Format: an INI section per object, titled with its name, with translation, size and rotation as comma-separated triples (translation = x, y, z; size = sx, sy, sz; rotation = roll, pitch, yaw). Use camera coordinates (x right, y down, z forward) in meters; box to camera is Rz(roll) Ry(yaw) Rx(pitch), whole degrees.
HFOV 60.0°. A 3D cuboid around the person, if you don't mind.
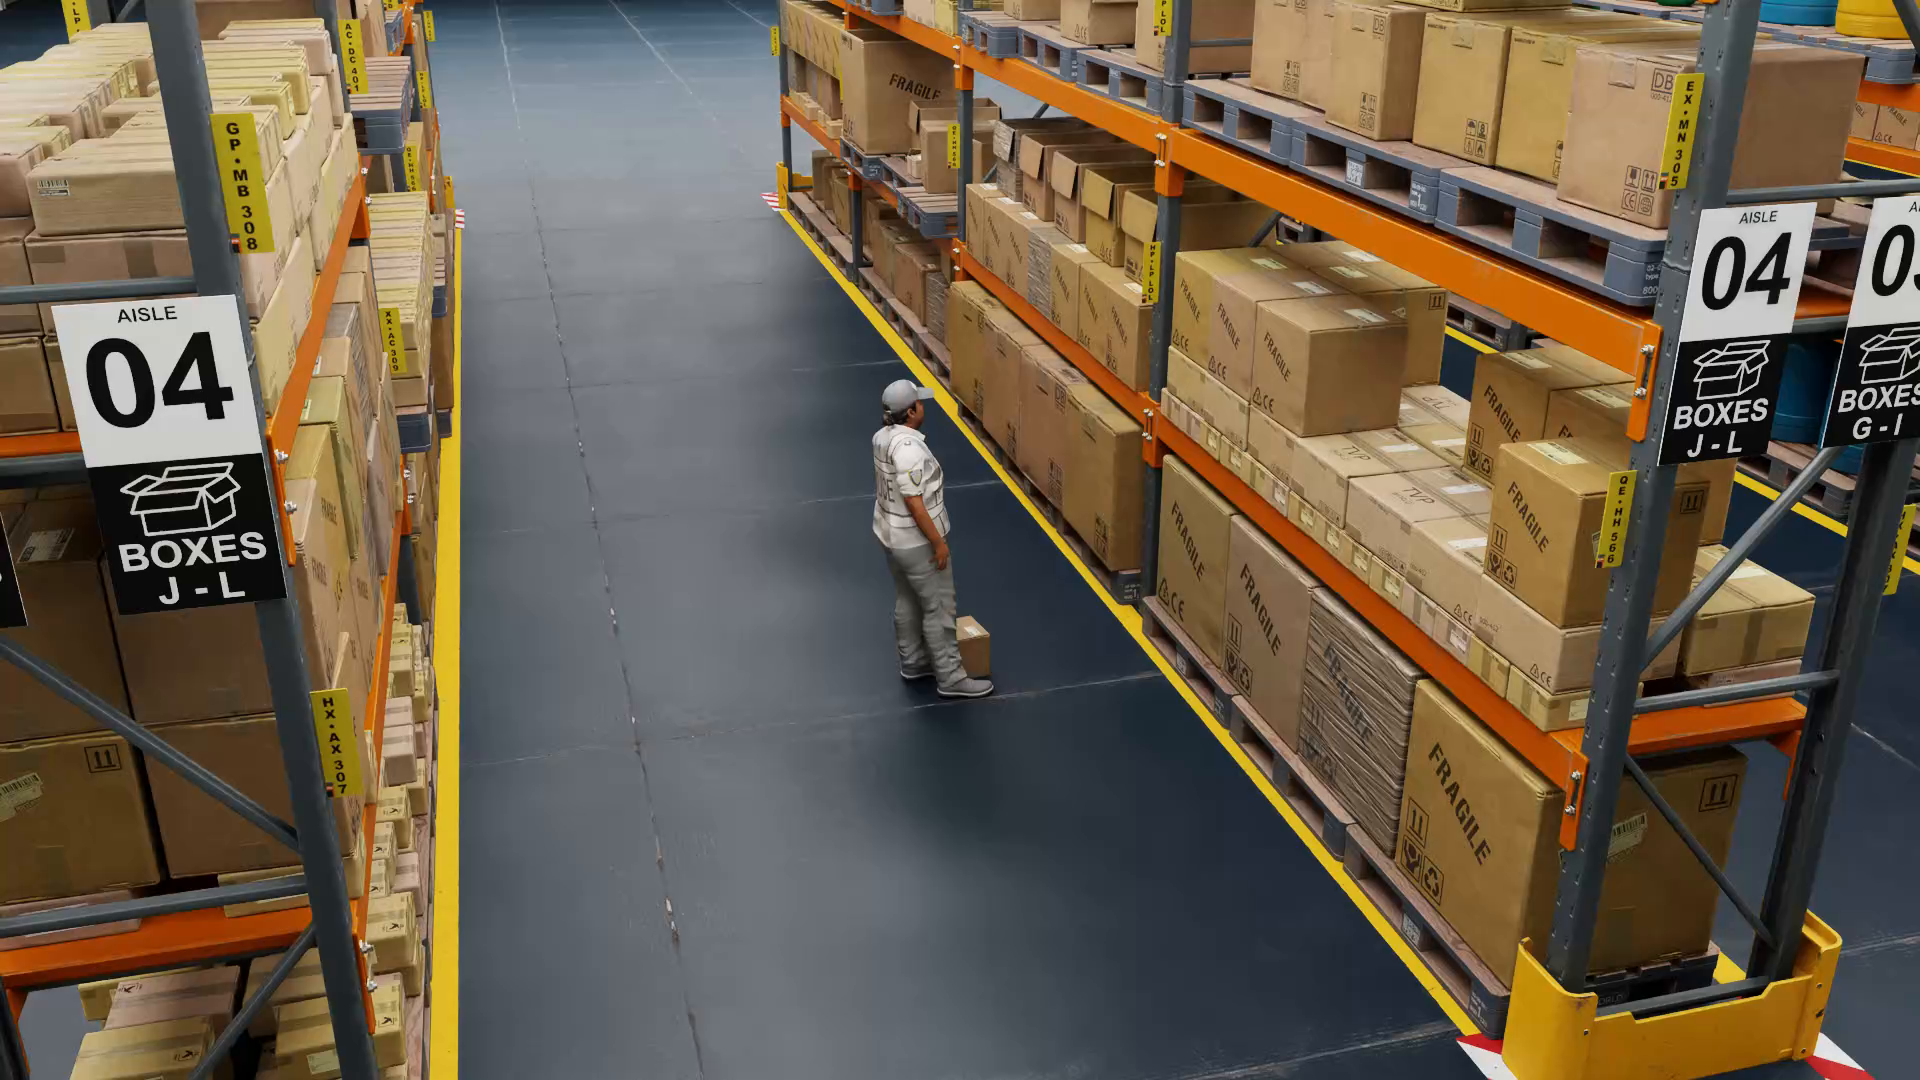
[person]
translation = -0.161, -0.022, 8.618
size = 0.529, 1.670, 0.598
rotation = -9, 25, -20
